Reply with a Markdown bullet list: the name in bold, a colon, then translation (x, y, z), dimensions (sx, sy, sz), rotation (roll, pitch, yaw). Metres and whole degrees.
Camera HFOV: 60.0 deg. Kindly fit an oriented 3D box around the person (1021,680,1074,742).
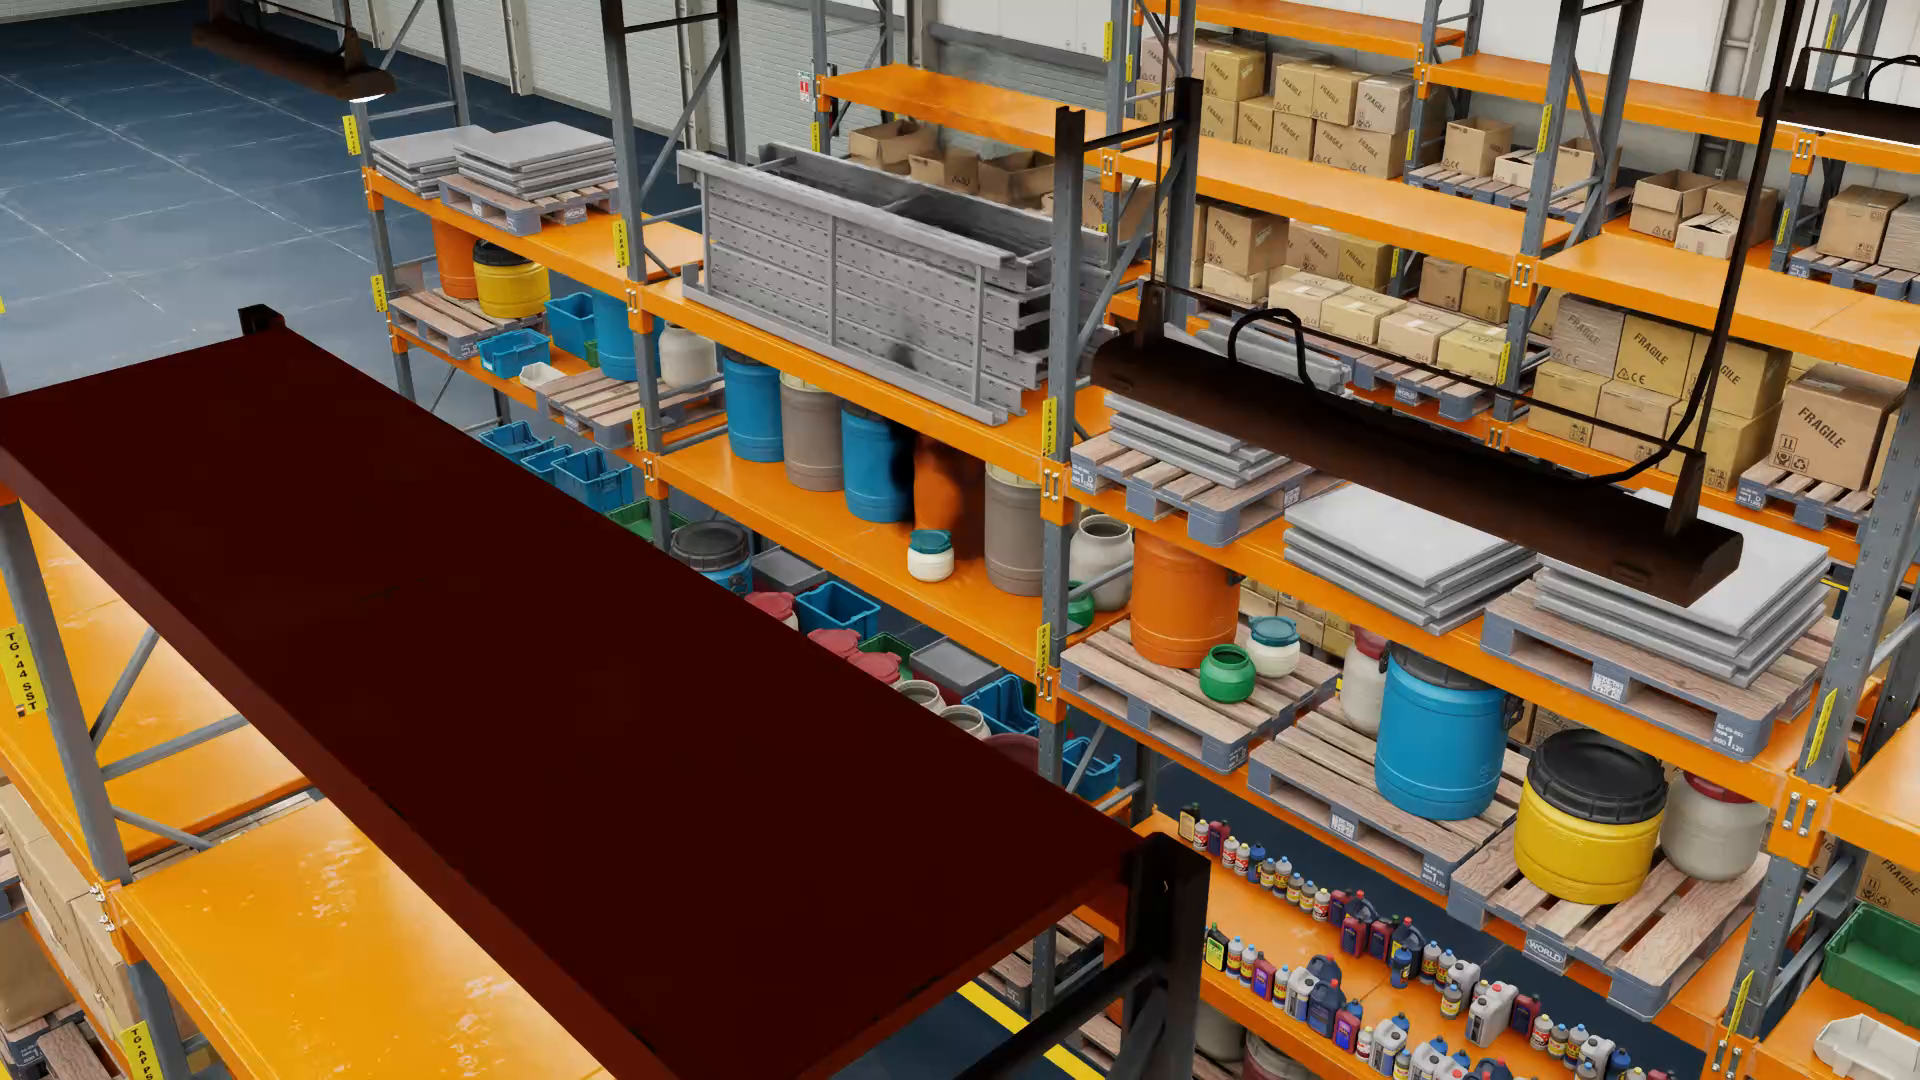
- **person**: translation (0.694, 1.029, 13.057), dimensions (0.640, 1.750, 0.604), rotation (-24, 37, -38)
